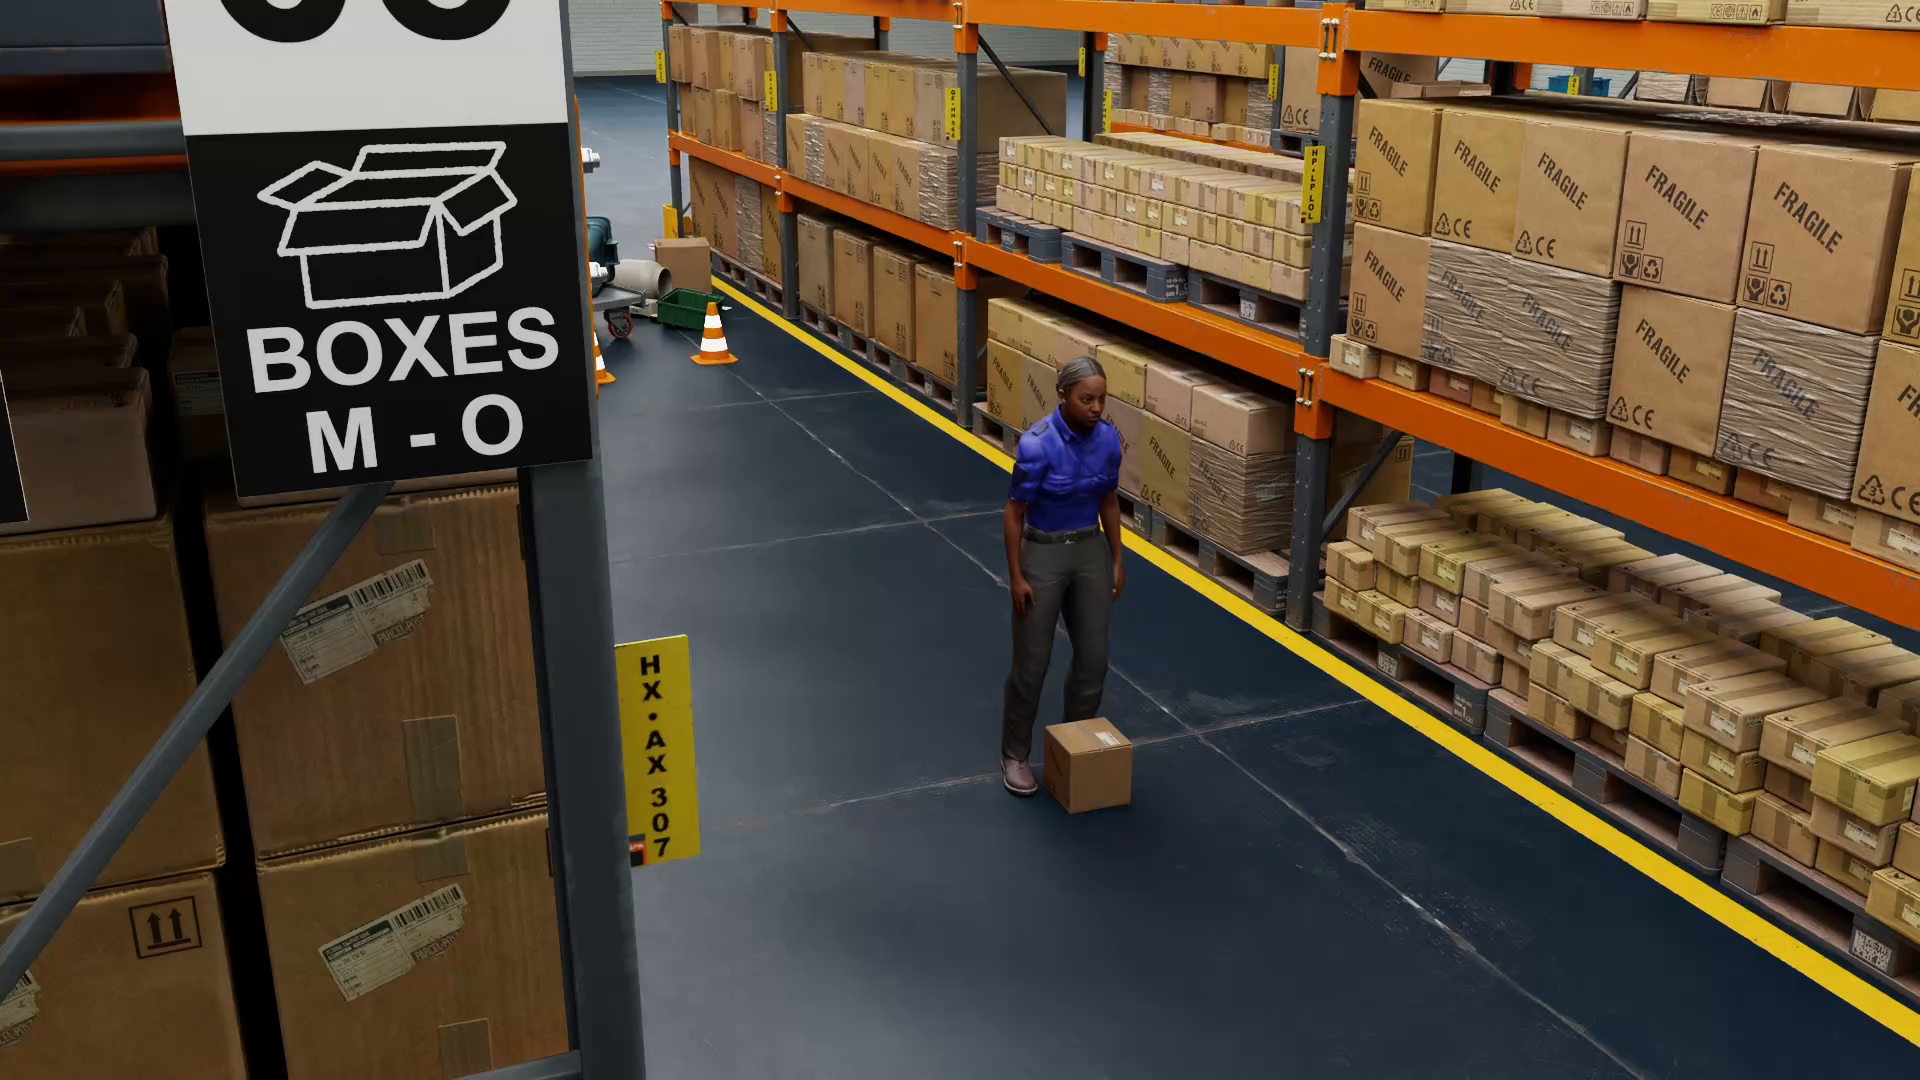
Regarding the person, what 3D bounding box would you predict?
[{"bbox_3d":[0.390,0.122,6.218,0.518,1.654,0.393,-8,21,-23],"label":"person"}]
